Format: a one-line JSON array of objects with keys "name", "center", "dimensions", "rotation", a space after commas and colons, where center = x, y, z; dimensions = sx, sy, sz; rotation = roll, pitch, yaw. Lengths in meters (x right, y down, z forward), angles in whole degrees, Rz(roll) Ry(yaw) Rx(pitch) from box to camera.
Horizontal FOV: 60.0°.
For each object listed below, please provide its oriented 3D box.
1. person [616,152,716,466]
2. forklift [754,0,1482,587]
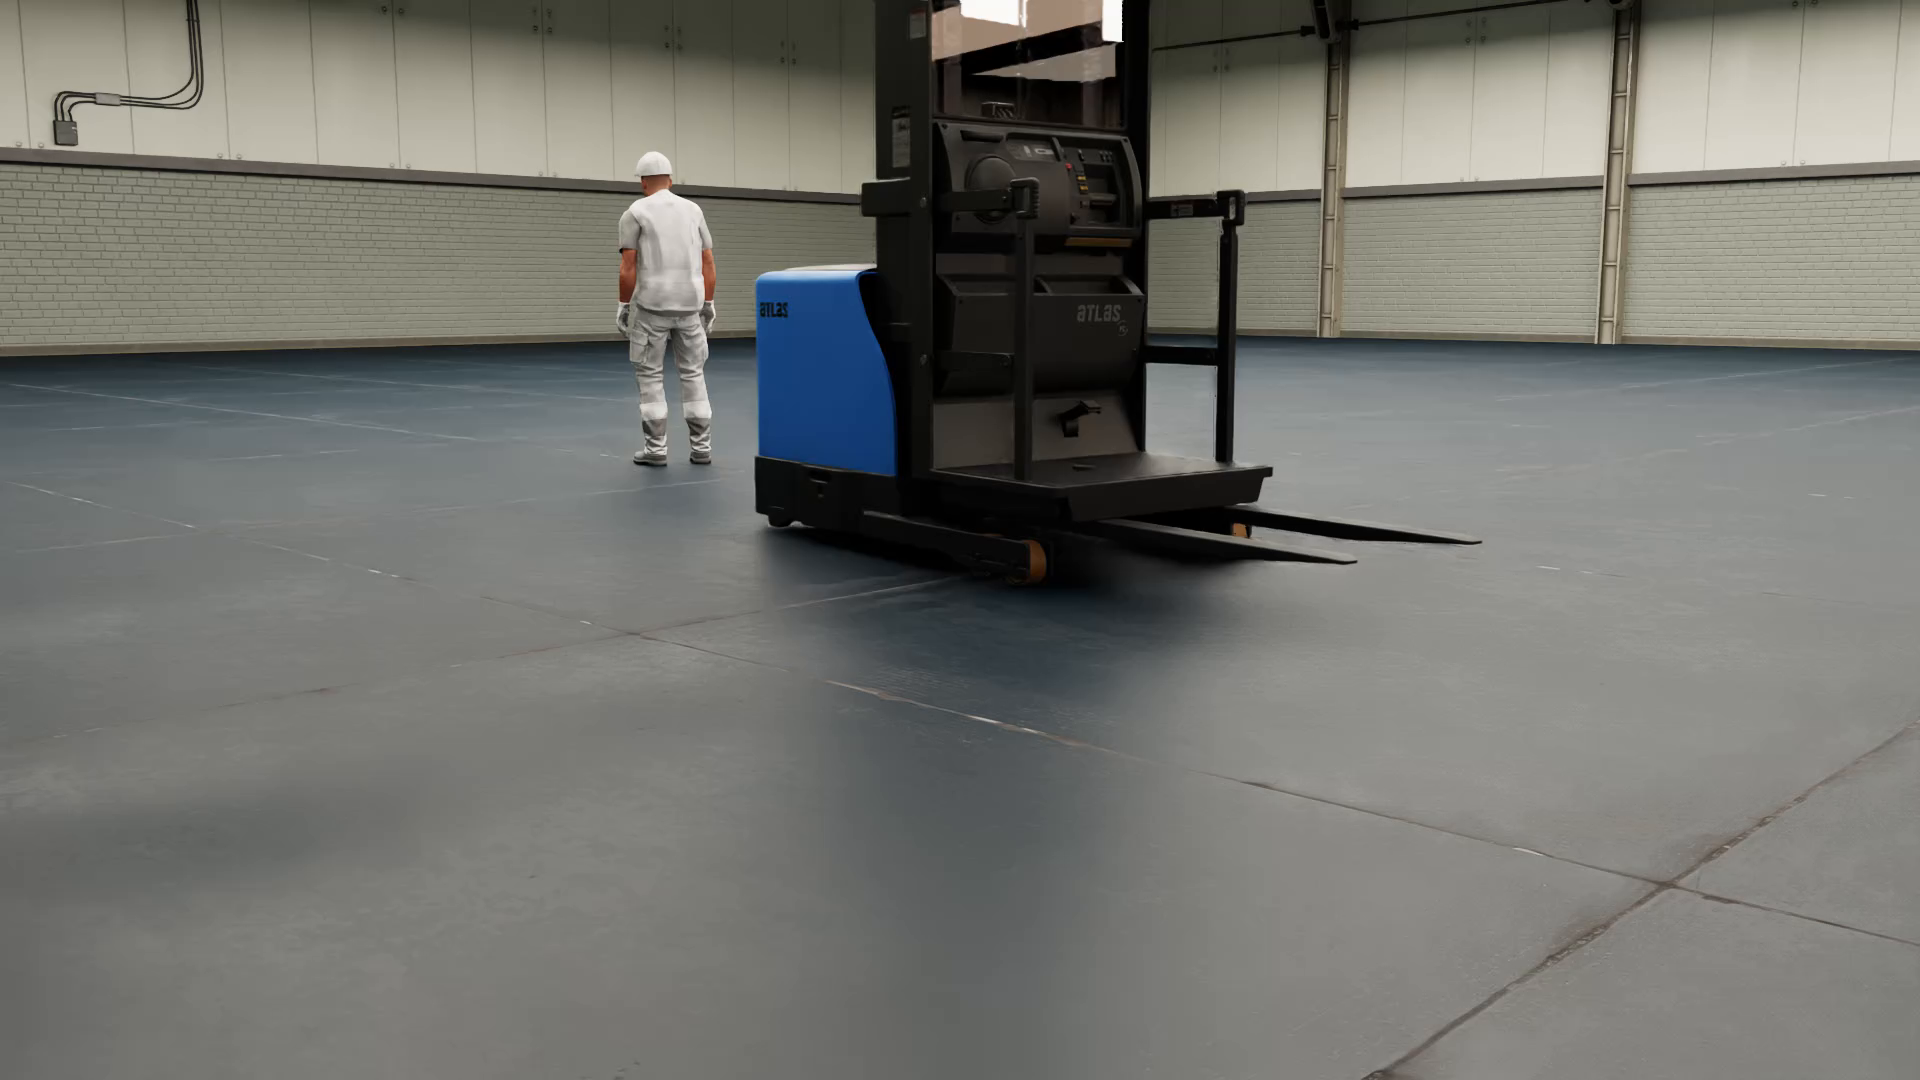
[{"name": "person", "center": [-1.685, -1.322, 9.538], "dimensions": [0.609, 1.777, 0.453], "rotation": [-5, 10, -30]}, {"name": "forklift", "center": [0.438, -1.373, 5.989], "dimensions": [1.130, 2.935, 3.031], "rotation": [-7, 11, -38]}]
